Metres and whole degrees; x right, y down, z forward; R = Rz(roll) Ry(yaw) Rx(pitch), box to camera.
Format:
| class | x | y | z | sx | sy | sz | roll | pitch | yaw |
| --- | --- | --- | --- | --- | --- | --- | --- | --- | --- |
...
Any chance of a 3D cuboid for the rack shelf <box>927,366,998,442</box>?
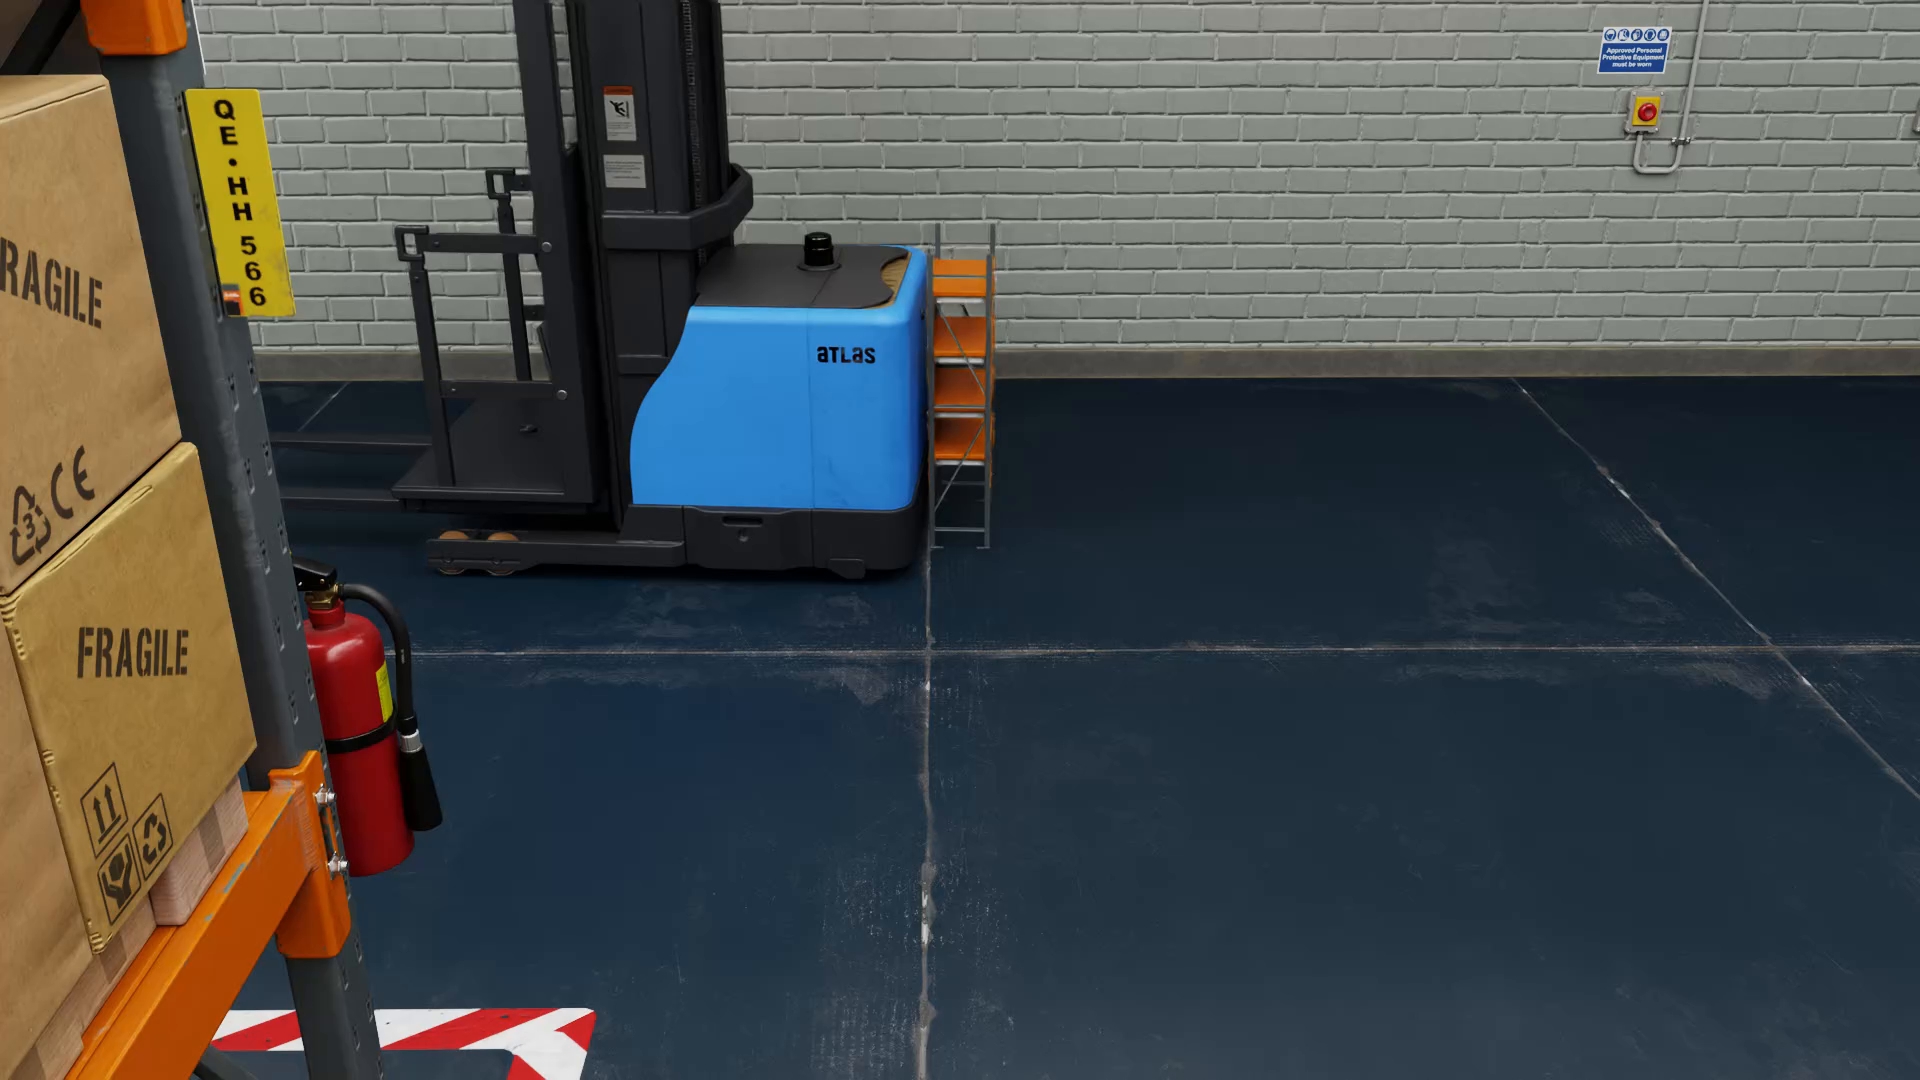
| class | x | y | z | sx | sy | sz | roll | pitch | yaw |
| --- | --- | --- | --- | --- | --- | --- | --- | --- | --- |
| rack shelf | 0.015 | -0.552 | 6.676 | 0.258 | 0.148 | 0.480 | 1 | 24 | 3 |

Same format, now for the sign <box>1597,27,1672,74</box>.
| class | x | y | z | sx | sy | sz | roll | pitch | yaw |
| --- | --- | --- | --- | --- | --- | --- | --- | --- | --- |
| sign | 3.233 | -2.348 | 7.973 | 0.327 | 0.218 | 0.001 | 0 | 24 | -1 |

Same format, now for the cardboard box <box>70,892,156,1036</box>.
| class | x | y | z | sx | sy | sz | roll | pitch | yaw |
| --- | --- | --- | --- | --- | --- | --- | --- | --- | --- |
| cardboard box | -1.330 | 0.538 | 2.225 | 0.380 | 0.149 | 0.250 | 0 | 24 | -1 |

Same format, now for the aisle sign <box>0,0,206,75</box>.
| class | x | y | z | sx | sy | sz | roll | pitch | yaw |
| --- | --- | --- | --- | --- | --- | --- | --- | --- | --- |
| aisle sign | -1.282 | -1.028 | 2.228 | 0.394 | 0.787 | 0.004 | 0 | 24 | -1 |

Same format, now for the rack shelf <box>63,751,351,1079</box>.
| class | x | y | z | sx | sy | sz | roll | pitch | yaw |
| --- | --- | --- | --- | --- | --- | --- | --- | --- | --- |
| rack shelf | -1.560 | 1.340 | 1.021 | 1.077 | 0.370 | 4.000 | 0 | 24 | -1 |

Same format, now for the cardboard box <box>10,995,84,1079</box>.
| class | x | y | z | sx | sy | sz | roll | pitch | yaw |
| --- | --- | --- | --- | --- | --- | --- | --- | --- | --- |
| cardboard box | -1.313 | 0.641 | 1.997 | 0.380 | 0.149 | 0.250 | 0 | 24 | -1 |

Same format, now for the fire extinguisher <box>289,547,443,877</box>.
| class | x | y | z | sx | sy | sz | roll | pitch | yaw |
| --- | --- | --- | --- | --- | --- | --- | --- | --- | --- |
| fire extinguisher | -1.123 | 0.287 | 3.021 | 0.296 | 0.674 | 0.183 | 0 | 24 | -1 |

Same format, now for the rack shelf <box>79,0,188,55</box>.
| class | x | y | z | sx | sy | sz | roll | pitch | yaw |
| --- | --- | --- | --- | --- | --- | --- | --- | --- | --- |
| rack shelf | -1.560 | -0.027 | 0.403 | 1.077 | 0.370 | 4.000 | 0 | 24 | -1 |

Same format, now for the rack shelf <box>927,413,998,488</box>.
| class | x | y | z | sx | sy | sz | roll | pitch | yaw |
| --- | --- | --- | --- | --- | --- | --- | --- | --- | --- |
| rack shelf | 0.015 | -0.371 | 6.758 | 0.258 | 0.148 | 0.480 | 1 | 24 | 3 |

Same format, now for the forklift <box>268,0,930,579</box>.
| class | x | y | z | sx | sy | sz | roll | pitch | yaw |
| --- | --- | --- | --- | --- | --- | --- | --- | --- | --- |
| forklift | -1.646 | -1.410 | 6.312 | 3.031 | 2.935 | 1.130 | 2 | 24 | 4 |

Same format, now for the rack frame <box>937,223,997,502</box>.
| class | x | y | z | sx | sy | sz | roll | pitch | yaw |
| --- | --- | --- | --- | --- | --- | --- | --- | --- | --- |
| rack frame | 0.029 | -0.713 | 6.871 | 0.240 | 1.200 | 0.015 | 1 | 24 | 3 |

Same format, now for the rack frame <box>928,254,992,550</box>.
| class | x | y | z | sx | sy | sz | roll | pitch | yaw |
| --- | --- | --- | --- | --- | --- | --- | --- | --- | --- |
| rack frame | 0.001 | -0.512 | 6.427 | 0.240 | 1.200 | 0.015 | 1 | 24 | 3 |

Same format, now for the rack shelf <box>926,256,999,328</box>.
| class | x | y | z | sx | sy | sz | roll | pitch | yaw |
| --- | --- | --- | --- | --- | --- | --- | --- | --- | --- |
| rack shelf | 0.015 | -0.971 | 6.487 | 0.258 | 0.148 | 0.480 | 1 | 24 | 3 |

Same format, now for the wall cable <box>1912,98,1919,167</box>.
| class | x | y | z | sx | sy | sz | roll | pitch | yaw |
| --- | --- | --- | --- | --- | --- | --- | --- | --- | --- |
| wall cable | 4.700 | -2.674 | 7.788 | 0.588 | 1.984 | 0.122 | 0 | 24 | -1 |

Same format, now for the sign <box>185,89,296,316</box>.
| class | x | y | z | sx | sy | sz | roll | pitch | yaw |
| --- | --- | --- | --- | --- | --- | --- | --- | --- | --- |
| sign | -1.027 | -0.478 | 2.378 | 0.100 | 0.325 | 0.005 | 0 | 24 | -1 |

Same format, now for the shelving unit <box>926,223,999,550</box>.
| class | x | y | z | sx | sy | sz | roll | pitch | yaw |
| --- | --- | --- | --- | --- | --- | --- | --- | --- | --- |
| shelving unit | 0.015 | -0.613 | 6.649 | 0.258 | 1.200 | 0.503 | 1 | 24 | 3 |

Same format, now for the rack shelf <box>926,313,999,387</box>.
| class | x | y | z | sx | sy | sz | roll | pitch | yaw |
| --- | --- | --- | --- | --- | --- | --- | --- | --- | --- |
| rack shelf | 0.015 | -0.755 | 6.584 | 0.258 | 0.148 | 0.480 | 1 | 24 | 3 |

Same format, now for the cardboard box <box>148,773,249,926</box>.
| class | x | y | z | sx | sy | sz | roll | pitch | yaw |
| --- | --- | --- | --- | --- | --- | --- | --- | --- | --- |
| cardboard box | -1.296 | 0.435 | 2.452 | 0.380 | 0.149 | 0.250 | 0 | 24 | 0 |

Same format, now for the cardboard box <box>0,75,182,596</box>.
| class | x | y | z | sx | sy | sz | roll | pitch | yaw |
| --- | --- | --- | --- | --- | --- | --- | --- | --- | --- |
| cardboard box | -1.328 | -0.261 | 1.992 | 0.500 | 0.500 | 0.500 | -1 | 24 | -2 |

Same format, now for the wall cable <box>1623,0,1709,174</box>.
| class | x | y | z | sx | sy | sz | roll | pitch | yaw |
| --- | --- | --- | --- | --- | --- | --- | --- | --- | --- |
| wall cable | 3.282 | -2.677 | 7.757 | 0.585 | 1.953 | 0.123 | 0 | 24 | -1 |

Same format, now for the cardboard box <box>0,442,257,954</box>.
| class | x | y | z | sx | sy | sz | roll | pitch | yaw |
| --- | --- | --- | --- | --- | --- | --- | --- | --- | --- |
| cardboard box | -1.319 | 0.191 | 2.206 | 0.500 | 0.500 | 0.500 | 0 | 24 | 1 |

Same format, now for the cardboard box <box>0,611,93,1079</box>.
| class | x | y | z | sx | sy | sz | roll | pitch | yaw |
| --- | --- | --- | --- | --- | --- | --- | --- | --- | --- |
| cardboard box | -1.319 | 0.403 | 1.737 | 0.500 | 0.500 | 0.500 | -1 | 24 | -1 |
